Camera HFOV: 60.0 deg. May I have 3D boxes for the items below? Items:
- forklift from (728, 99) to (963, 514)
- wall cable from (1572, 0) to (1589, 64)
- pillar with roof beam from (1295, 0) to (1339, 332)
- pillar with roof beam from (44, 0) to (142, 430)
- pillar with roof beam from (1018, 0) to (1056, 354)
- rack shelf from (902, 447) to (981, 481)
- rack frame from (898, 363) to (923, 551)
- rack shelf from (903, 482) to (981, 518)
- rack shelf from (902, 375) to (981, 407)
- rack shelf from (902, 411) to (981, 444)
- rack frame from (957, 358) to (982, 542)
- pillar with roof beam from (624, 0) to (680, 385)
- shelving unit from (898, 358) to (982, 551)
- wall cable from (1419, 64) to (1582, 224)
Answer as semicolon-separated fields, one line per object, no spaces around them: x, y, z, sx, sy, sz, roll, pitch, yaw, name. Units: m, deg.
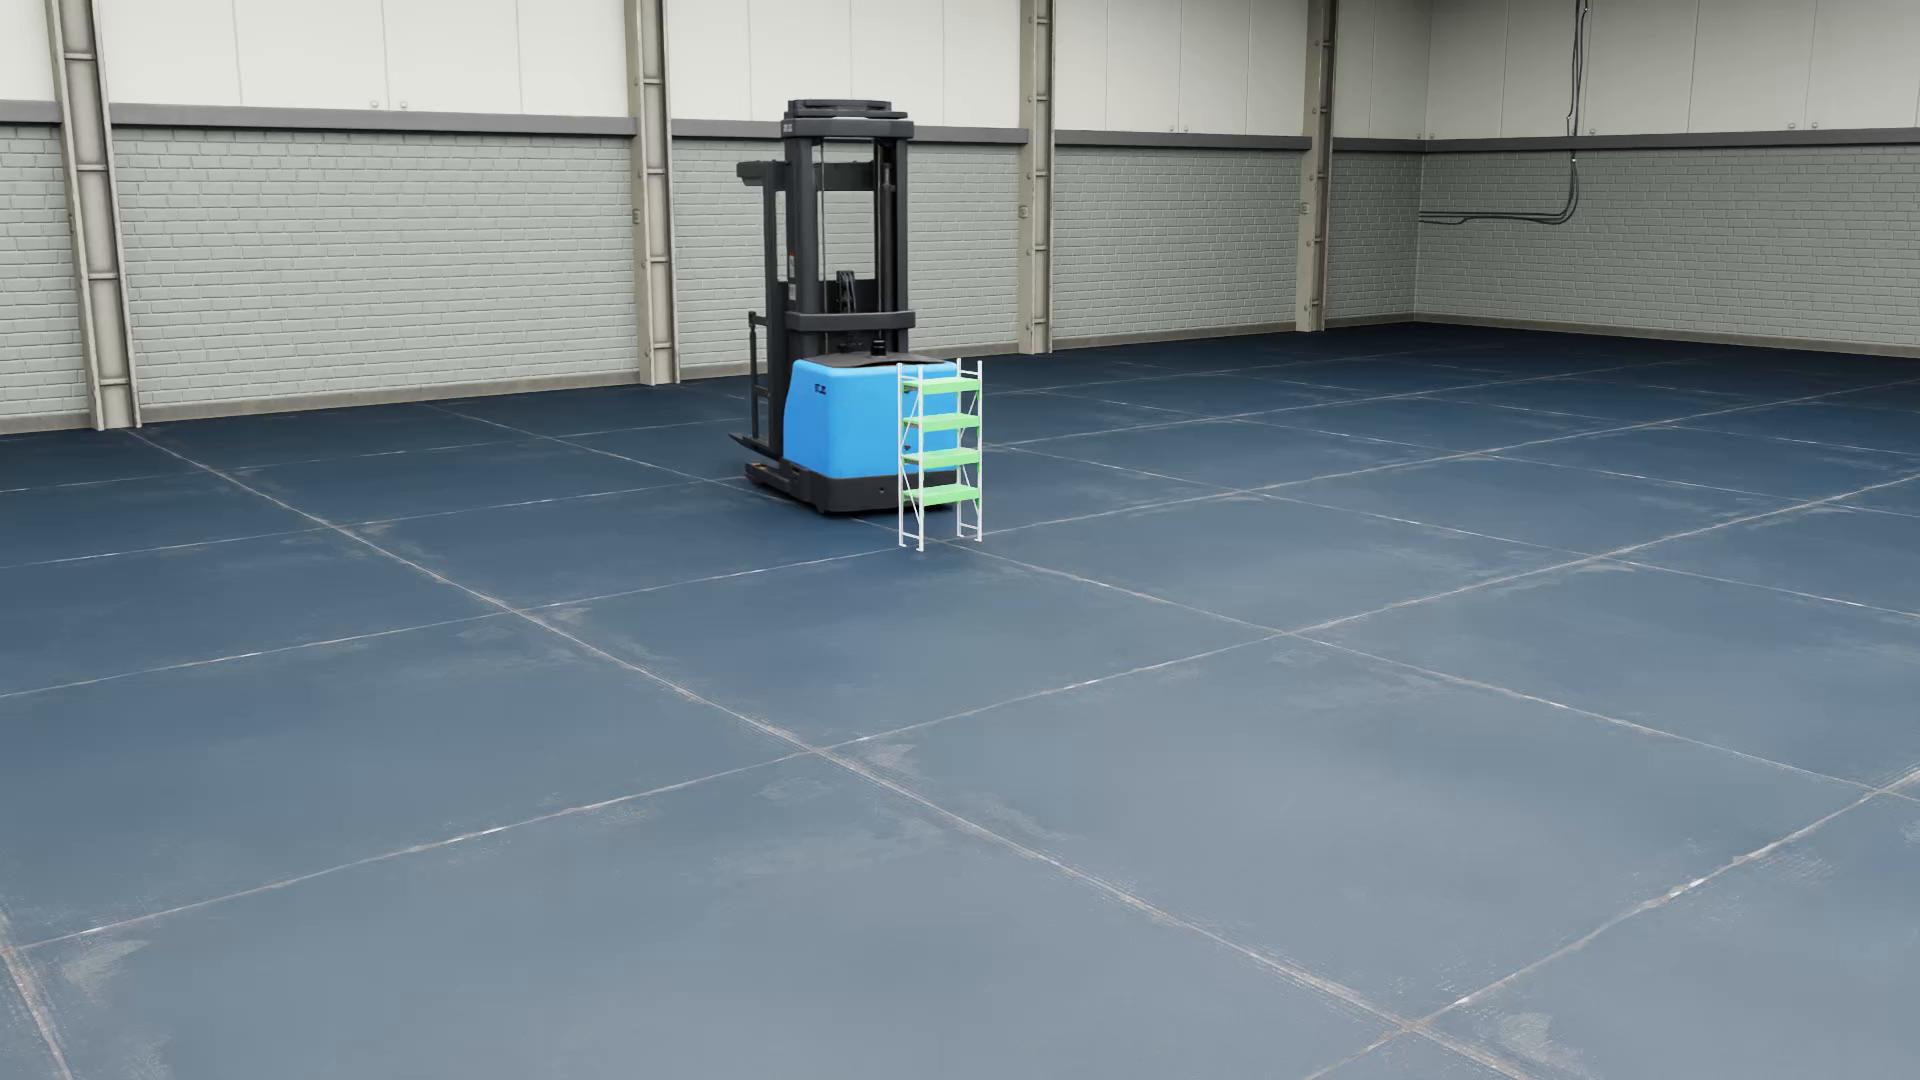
-1.061;-1.882;12.936;1.130;2.935;3.031;-6;13;-24;forklift
10.567;-8.532;24.960;0.112;2.526;3.097;-9;15;-38;wall cable
8.440;-7.153;23.150;0.400;9.000;9.100;-9;15;-38;pillar with roof beam
-5.615;-4.817;12.150;0.400;9.000;9.100;-9;15;-38;pillar with roof beam
3.755;-6.374;19.483;0.400;9.000;9.100;-9;15;-38;pillar with roof beam
-0.129;-0.503;10.916;0.480;0.148;0.258;-9;15;-38;rack shelf
-0.320;-0.534;10.754;0.015;1.200;0.240;-9;15;-38;rack frame
-0.129;-0.268;10.966;0.480;0.148;0.258;-9;15;-38;rack shelf
-0.129;-0.972;10.817;0.480;0.148;0.258;-9;15;-38;rack shelf
-0.129;-0.738;10.866;0.480;0.148;0.258;-9;15;-38;rack shelf
0.061;-0.597;11.052;0.015;1.200;0.240;-9;15;-38;rack frame
-0.930;-5.596;15.817;0.400;9.000;9.100;-9;15;-38;pillar with roof beam
-0.129;-0.565;10.903;0.503;1.200;0.258;-9;15;-38;shelving unit
8.877;-6.500;27.551;0.112;2.526;3.097;-9;15;-38;wall cable
